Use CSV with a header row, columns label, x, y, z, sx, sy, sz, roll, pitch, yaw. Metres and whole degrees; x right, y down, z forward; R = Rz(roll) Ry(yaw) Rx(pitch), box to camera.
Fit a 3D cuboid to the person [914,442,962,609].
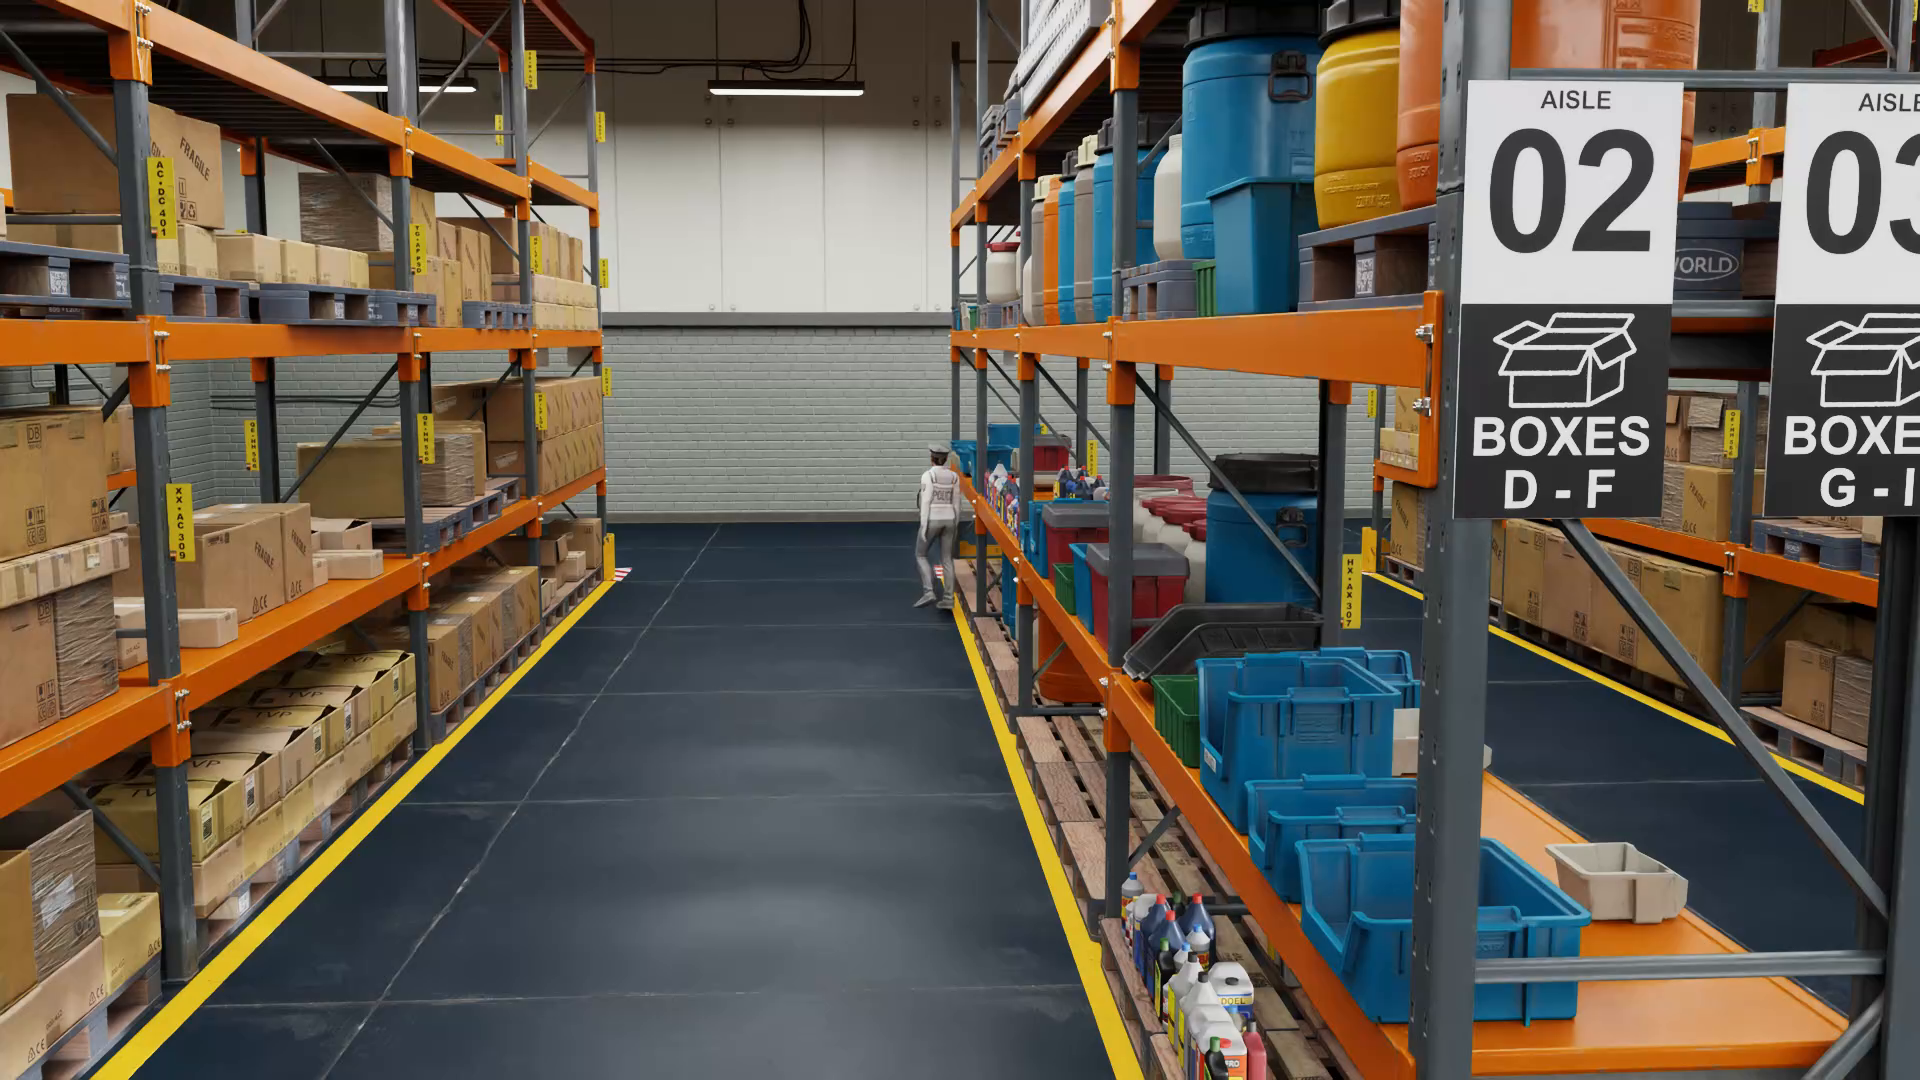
label,x,y,z,sx,sy,sz,roll,pitch,yaw
person,-0.191,-0.131,16.721,0.512,1.692,0.514,-4,8,-27
